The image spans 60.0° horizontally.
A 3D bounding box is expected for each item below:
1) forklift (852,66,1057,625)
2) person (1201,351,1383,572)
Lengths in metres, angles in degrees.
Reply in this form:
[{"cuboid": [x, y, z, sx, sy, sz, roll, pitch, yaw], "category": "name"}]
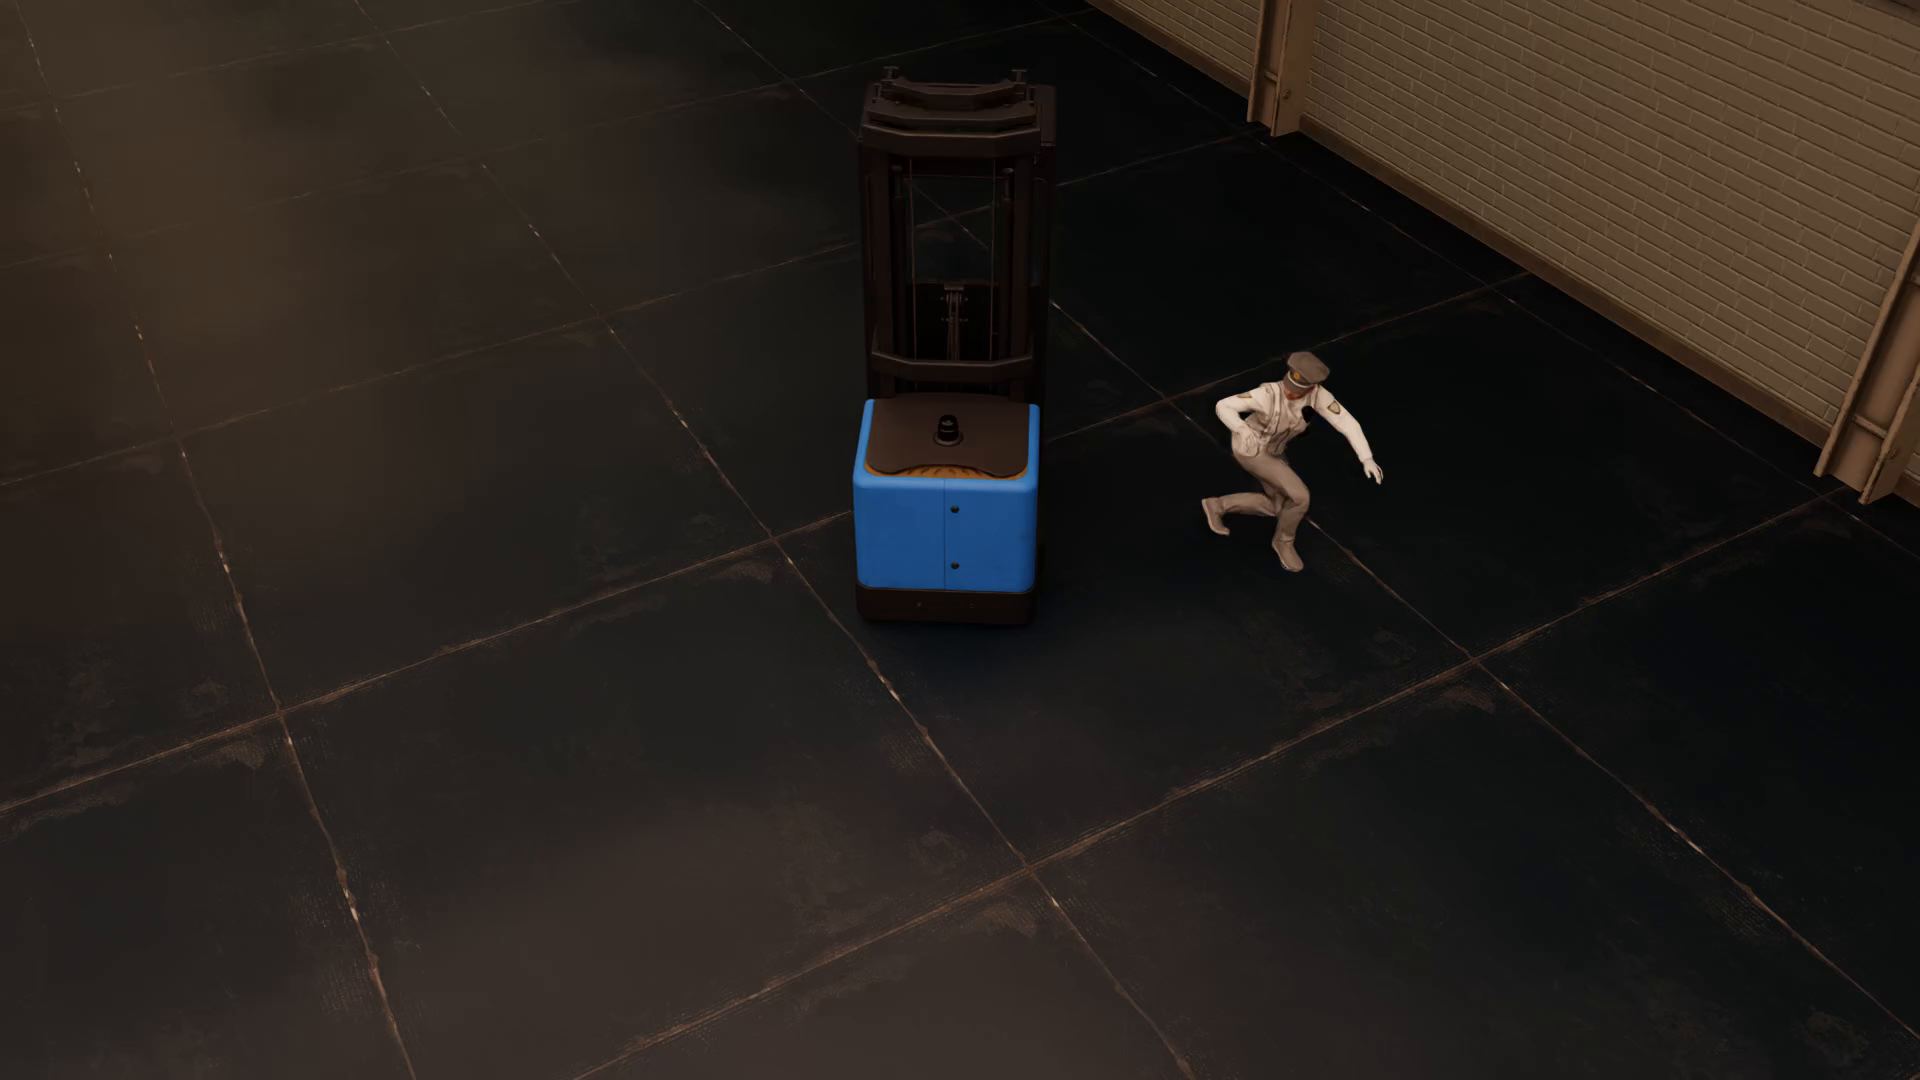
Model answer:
[{"cuboid": [-0.008, -1.562, 9.919, 1.130, 2.935, 3.031, 2, 40, 2], "category": "forklift"}, {"cuboid": [1.899, -0.402, 9.733, 0.760, 1.424, 1.047, -32, 49, -32], "category": "person"}]
